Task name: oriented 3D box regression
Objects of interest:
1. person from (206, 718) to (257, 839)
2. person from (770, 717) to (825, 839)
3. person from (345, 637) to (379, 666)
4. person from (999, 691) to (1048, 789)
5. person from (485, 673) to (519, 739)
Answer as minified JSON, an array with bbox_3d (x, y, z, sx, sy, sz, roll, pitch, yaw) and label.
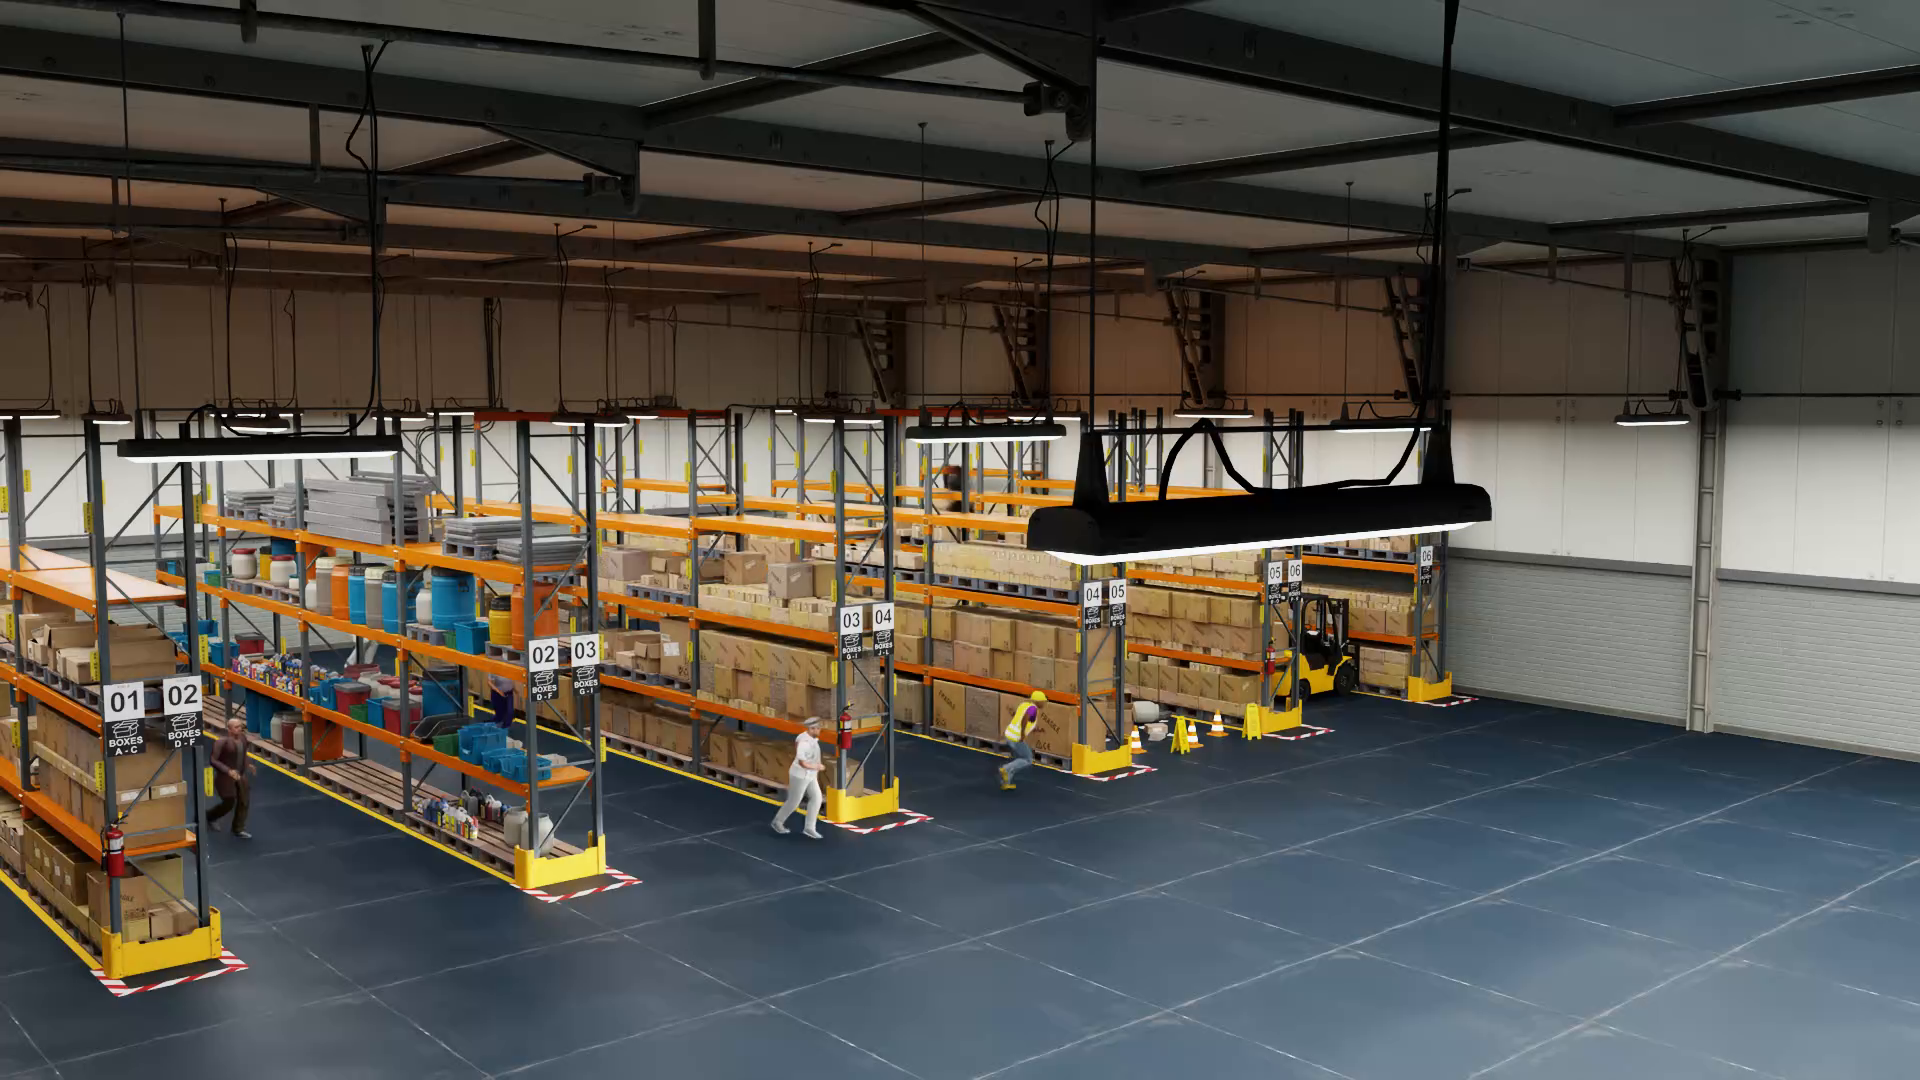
[{"bbox_3d":[-10.476,3.388,23.739,0.850,1.732,0.709,3,6,27],"label":"person"},{"bbox_3d":[-2.325,3.396,23.745,0.801,1.786,0.641,2,5,17],"label":"person"},{"bbox_3d":[-13.684,2.125,38.140,0.838,1.824,0.683,-1,5,-14],"label":"person"},{"bbox_3d":[1.038,3.213,26.607,0.803,1.572,0.737,-1,5,-15],"label":"person"},{"bbox_3d":[-8.459,2.879,30.595,0.639,1.572,0.606,4,7,41],"label":"person"}]
